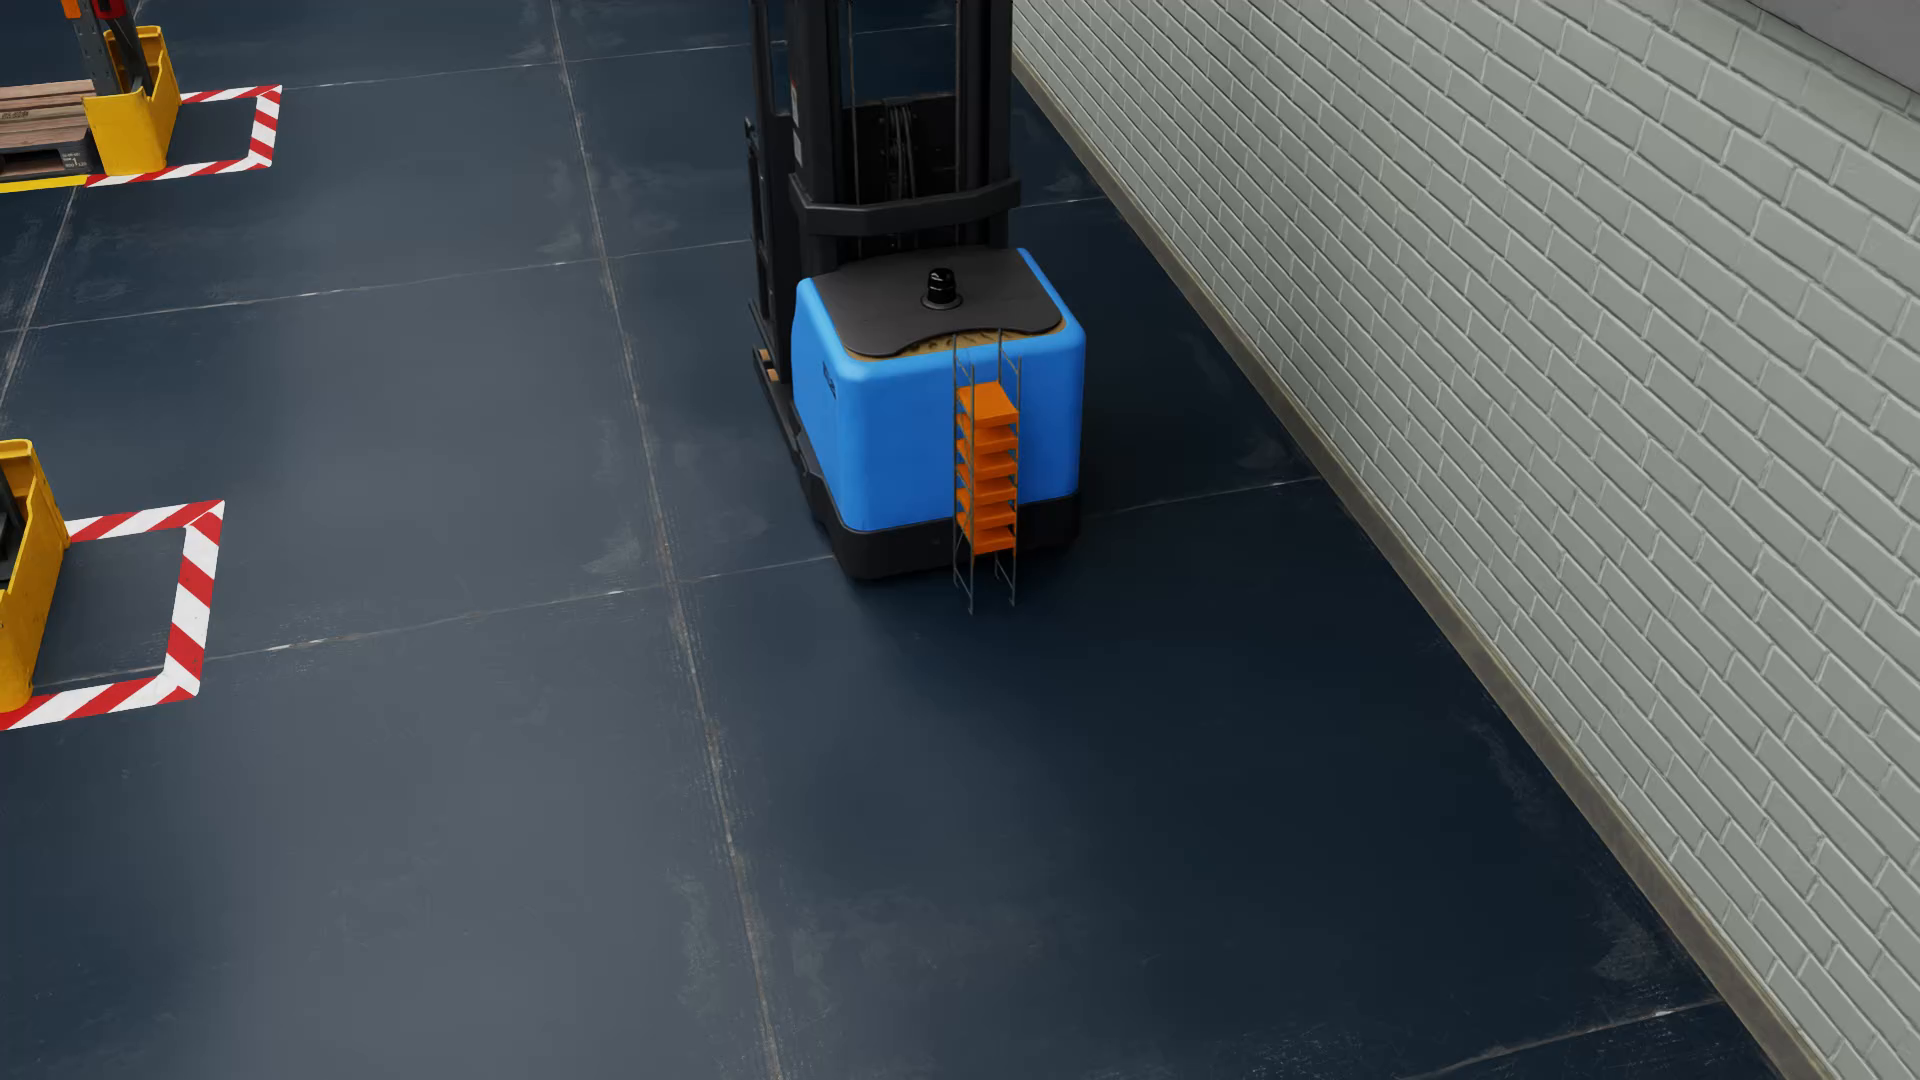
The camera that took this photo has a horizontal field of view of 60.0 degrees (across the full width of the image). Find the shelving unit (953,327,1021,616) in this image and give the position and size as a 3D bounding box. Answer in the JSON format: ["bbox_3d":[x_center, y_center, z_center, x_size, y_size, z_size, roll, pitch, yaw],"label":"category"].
[{"bbox_3d":[0.100,-0.250,6.589,0.189,1.200,0.258,-11,39,-14],"label":"shelving unit"}]

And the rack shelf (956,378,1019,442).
[{"bbox_3d":[0.100,-0.501,6.398,0.180,0.103,0.258,-11,39,-14],"label":"rack shelf"}]

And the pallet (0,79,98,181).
[{"bbox_3d":[-6.028,-2.544,10.402,1.213,0.211,1.003,-9,38,-12],"label":"pallet"}]

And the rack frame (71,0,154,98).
[{"bbox_3d":[-5.221,-3.759,9.695,0.127,3.000,1.000,-9,38,-12],"label":"rack frame"}]

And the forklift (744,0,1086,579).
[{"bbox_3d":[-0.396,-1.900,7.321,1.130,2.935,3.031,-10,39,-13],"label":"forklift"}]

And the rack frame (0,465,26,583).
[{"bbox_3d":[-3.930,-0.854,5.898,0.127,3.000,1.000,-9,38,-12],"label":"rack frame"}]

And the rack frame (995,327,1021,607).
[{"bbox_3d":[0.187,-0.267,6.612,0.006,1.200,0.240,-11,39,-14],"label":"rack frame"}]

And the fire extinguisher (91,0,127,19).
[{"bbox_3d":[-4.957,-3.338,9.515,0.183,0.674,0.296,-9,38,-12],"label":"fire extinguisher"}]

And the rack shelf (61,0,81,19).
[{"bbox_3d":[-7.152,-3.157,9.500,4.000,0.370,1.077,-9,38,-12],"label":"rack shelf"}]

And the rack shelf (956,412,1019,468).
[{"bbox_3d":[0.100,-0.405,6.471,0.180,0.103,0.258,-11,39,-14],"label":"rack shelf"}]

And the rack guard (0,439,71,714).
[{"bbox_3d":[-3.907,0.135,6.662,0.348,0.500,1.175,-9,38,-12],"label":"rack guard"}]

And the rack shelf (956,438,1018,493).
[{"bbox_3d":[0.100,-0.310,6.543,0.180,0.103,0.258,-11,39,-14],"label":"rack shelf"}]

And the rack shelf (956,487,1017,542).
[{"bbox_3d":[0.100,-0.119,6.689,0.180,0.103,0.258,-11,39,-14],"label":"rack shelf"}]

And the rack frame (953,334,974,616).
[{"bbox_3d":[0.013,-0.233,6.567,0.006,1.200,0.240,-11,39,-14],"label":"rack frame"}]

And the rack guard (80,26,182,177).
[{"bbox_3d":[-5.201,-2.778,10.470,0.348,0.500,1.175,-9,38,-12],"label":"rack guard"}]

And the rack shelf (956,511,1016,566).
[{"bbox_3d":[0.100,-0.024,6.762,0.180,0.103,0.258,-11,39,-14],"label":"rack shelf"}]

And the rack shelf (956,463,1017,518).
[{"bbox_3d":[0.100,-0.215,6.616,0.180,0.103,0.258,-11,39,-14],"label":"rack shelf"}]
